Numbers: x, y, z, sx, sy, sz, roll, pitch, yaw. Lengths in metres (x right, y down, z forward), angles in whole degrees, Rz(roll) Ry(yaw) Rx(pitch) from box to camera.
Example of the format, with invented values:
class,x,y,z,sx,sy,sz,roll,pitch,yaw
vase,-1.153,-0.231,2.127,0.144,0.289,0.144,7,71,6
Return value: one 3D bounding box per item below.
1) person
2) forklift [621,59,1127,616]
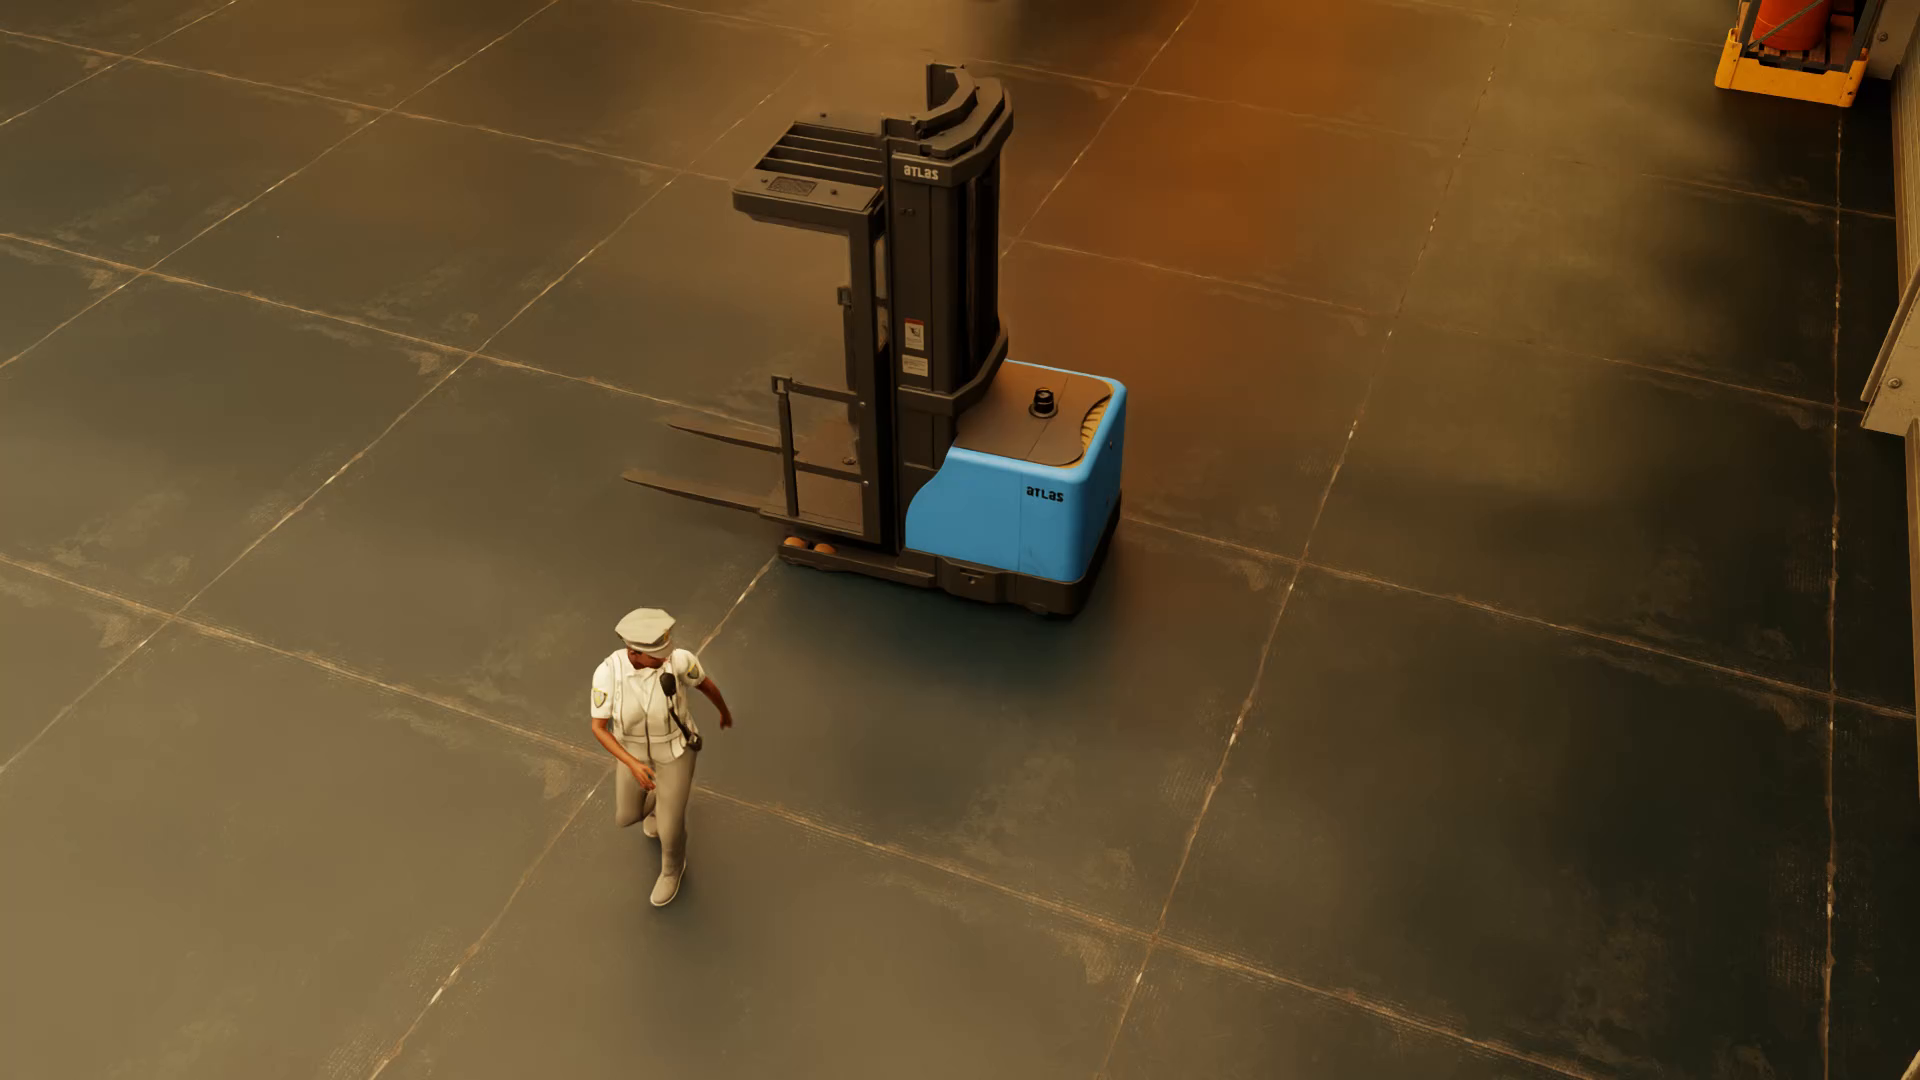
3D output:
class,x,y,z,sx,sy,sz,roll,pitch,yaw
person,-1.422,0.994,7.872,0.548,1.599,0.640,4,40,5
forklift,-0.585,-1.244,9.493,3.031,2.935,1.130,12,41,14
